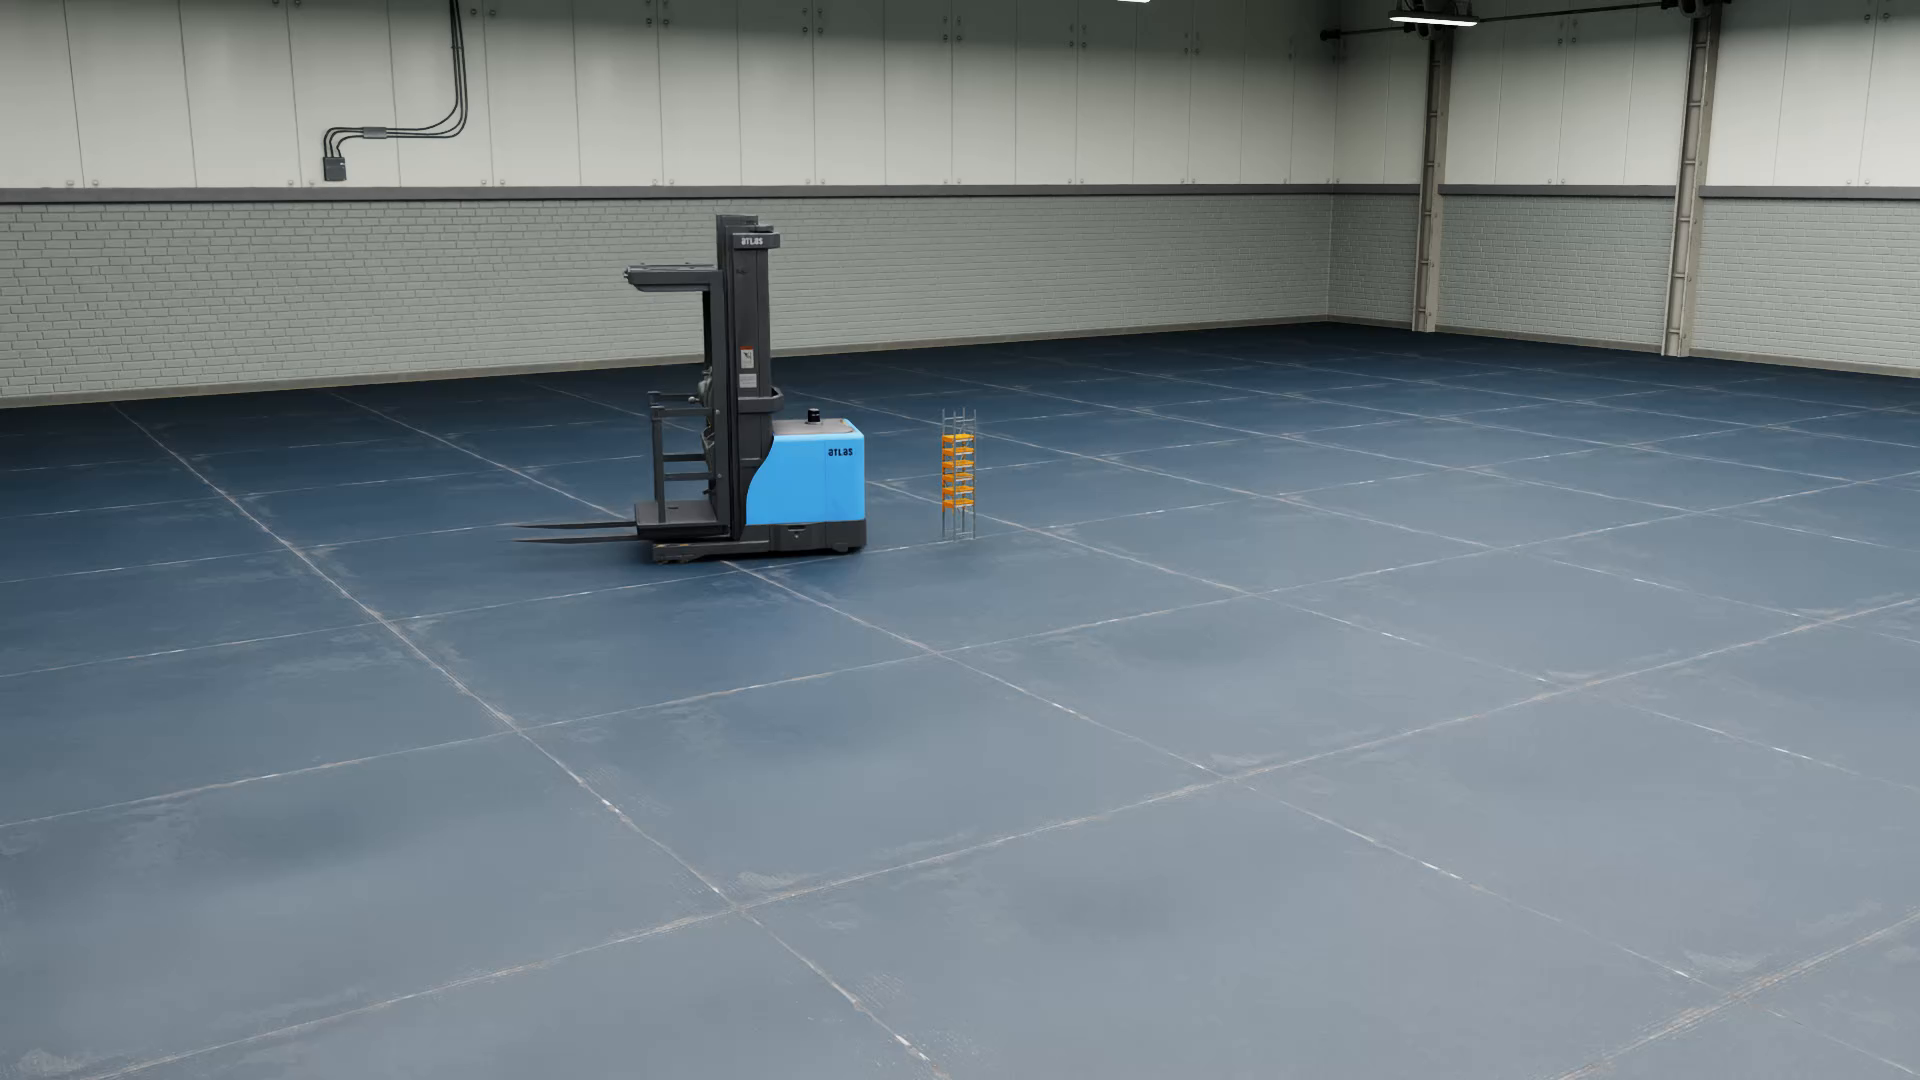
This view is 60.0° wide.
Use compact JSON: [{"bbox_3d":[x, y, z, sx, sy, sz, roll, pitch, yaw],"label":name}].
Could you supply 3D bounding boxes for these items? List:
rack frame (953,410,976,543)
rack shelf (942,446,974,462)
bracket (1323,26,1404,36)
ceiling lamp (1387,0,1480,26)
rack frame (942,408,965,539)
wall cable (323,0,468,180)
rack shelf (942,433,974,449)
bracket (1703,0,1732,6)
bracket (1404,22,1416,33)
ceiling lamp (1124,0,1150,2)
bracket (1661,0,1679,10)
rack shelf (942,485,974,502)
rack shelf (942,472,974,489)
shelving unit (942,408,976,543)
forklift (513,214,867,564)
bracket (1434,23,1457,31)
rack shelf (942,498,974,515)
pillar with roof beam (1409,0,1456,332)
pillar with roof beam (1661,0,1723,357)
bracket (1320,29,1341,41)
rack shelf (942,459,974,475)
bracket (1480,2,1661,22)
[{"bbox_3d":[0.043,-0.572,15.059,0.240,1.200,0.006,-8,15,-33],"label":"rack frame"},{"bbox_3d":[-0.008,-0.780,15.092,0.258,0.103,0.180,-8,15,-33],"label":"rack shelf"},{"bbox_3d":[8.481,-11.005,36.084,0.076,0.066,3.189,-8,15,-33],"label":"bracket"},{"bbox_3d":[8.004,-10.475,28.425,2.000,3.185,0.800,-8,15,-33],"label":"ceiling lamp"},{"bbox_3d":[-0.059,-0.605,15.208,0.240,1.200,0.006,-8,15,-33],"label":"rack frame"},{"bbox_3d":[-8.851,-8.632,25.700,2.305,6.003,0.169,-8,15,-33],"label":"wall cable"},{"bbox_3d":[-0.008,-0.897,15.066,0.258,0.103,0.180,-8,15,-33],"label":"rack shelf"},{"bbox_3d":[13.251,-9.474,29.082,0.235,0.232,0.430,-8,15,-33],"label":"bracket"},{"bbox_3d":[9.467,-10.688,34.637,0.235,0.232,0.430,-8,15,-33],"label":"bracket"},{"bbox_3d":[1.893,-9.607,24.452,2.000,3.185,0.800,-8,15,-33],"label":"ceiling lamp"},{"bbox_3d":[12.791,-9.621,29.757,0.235,0.232,0.430,-8,15,-33],"label":"bracket"},{"bbox_3d":[-0.008,-0.428,15.169,0.258,0.103,0.180,-8,15,-33],"label":"rack shelf"},{"bbox_3d":[-0.008,-0.545,15.143,0.258,0.103,0.180,-8,15,-33],"label":"rack shelf"},{"bbox_3d":[-0.008,-0.589,15.134,0.258,1.200,0.189,-8,15,-33],"label":"shelving unit"},{"bbox_3d":[-2.399,-1.347,14.550,3.031,2.935,1.130,-3,13,-12],"label":"forklift"},{"bbox_3d":[9.927,-10.541,33.962,0.235,0.232,0.430,-8,15,-33],"label":"bracket"},{"bbox_3d":[-0.008,-0.311,15.194,0.258,0.103,0.180,-8,15,-33],"label":"rack shelf"},{"bbox_3d":[6.408,-8.389,32.546,9.100,9.000,0.548,-8,15,-33],"label":"pillar with roof beam"},{"bbox_3d":[9.733,-7.322,27.666,9.100,9.000,0.548,-8,15,-33],"label":"pillar with roof beam"},{"bbox_3d":[8.154,-11.110,36.564,0.235,0.232,0.430,-8,15,-33],"label":"bracket"},{"bbox_3d":[-0.008,-0.663,15.117,0.258,0.103,0.180,-8,15,-33],"label":"rack shelf"},{"bbox_3d":[11.354,-10.083,31.866,0.076,0.066,4.783,-8,15,-33],"label":"bracket"}]
